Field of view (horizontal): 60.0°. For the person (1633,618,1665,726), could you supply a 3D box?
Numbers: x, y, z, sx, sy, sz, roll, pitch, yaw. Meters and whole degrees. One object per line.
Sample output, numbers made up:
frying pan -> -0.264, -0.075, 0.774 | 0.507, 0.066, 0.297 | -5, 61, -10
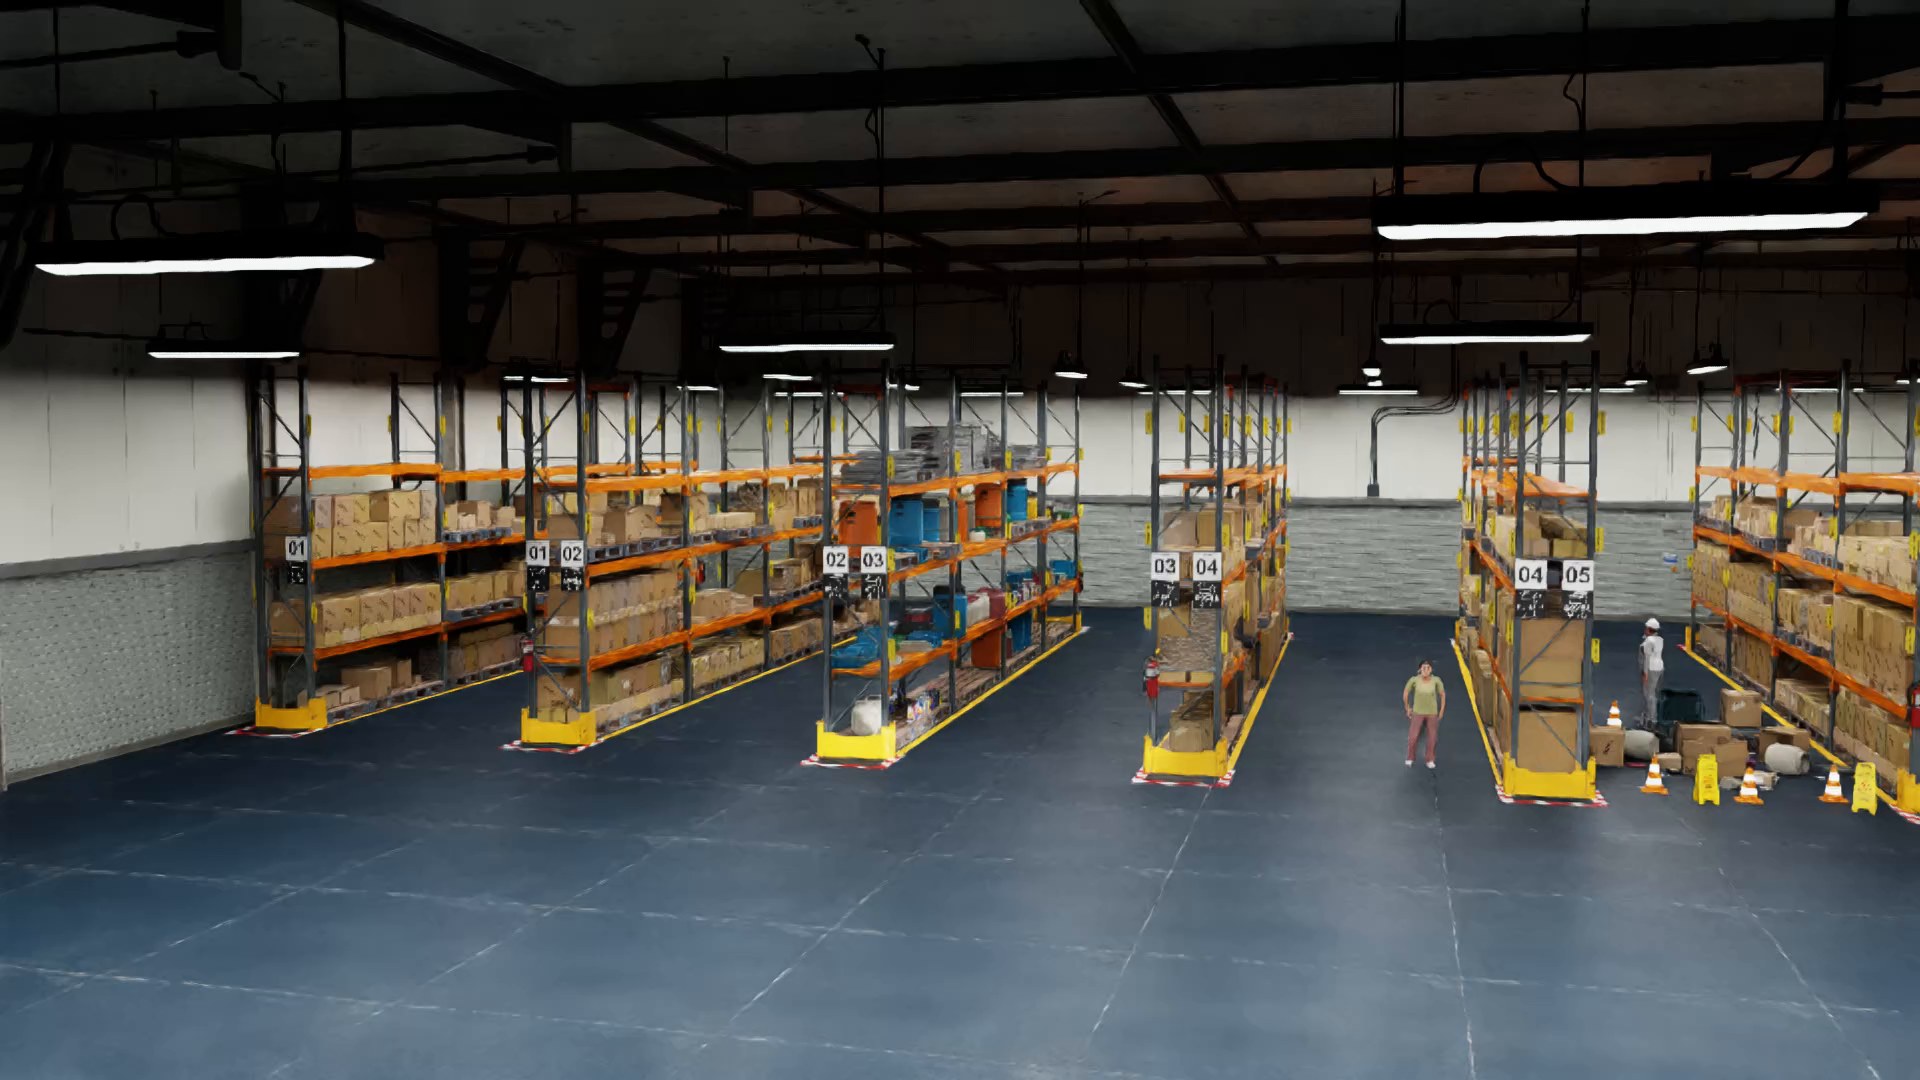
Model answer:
person -> 11.486, 2.190, 27.770 | 0.494, 1.775, 0.578 | 4, 5, 44

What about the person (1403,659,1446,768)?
person -> 6.777, 2.527, 24.280 | 0.598, 1.619, 0.507 | 1, 4, 12
